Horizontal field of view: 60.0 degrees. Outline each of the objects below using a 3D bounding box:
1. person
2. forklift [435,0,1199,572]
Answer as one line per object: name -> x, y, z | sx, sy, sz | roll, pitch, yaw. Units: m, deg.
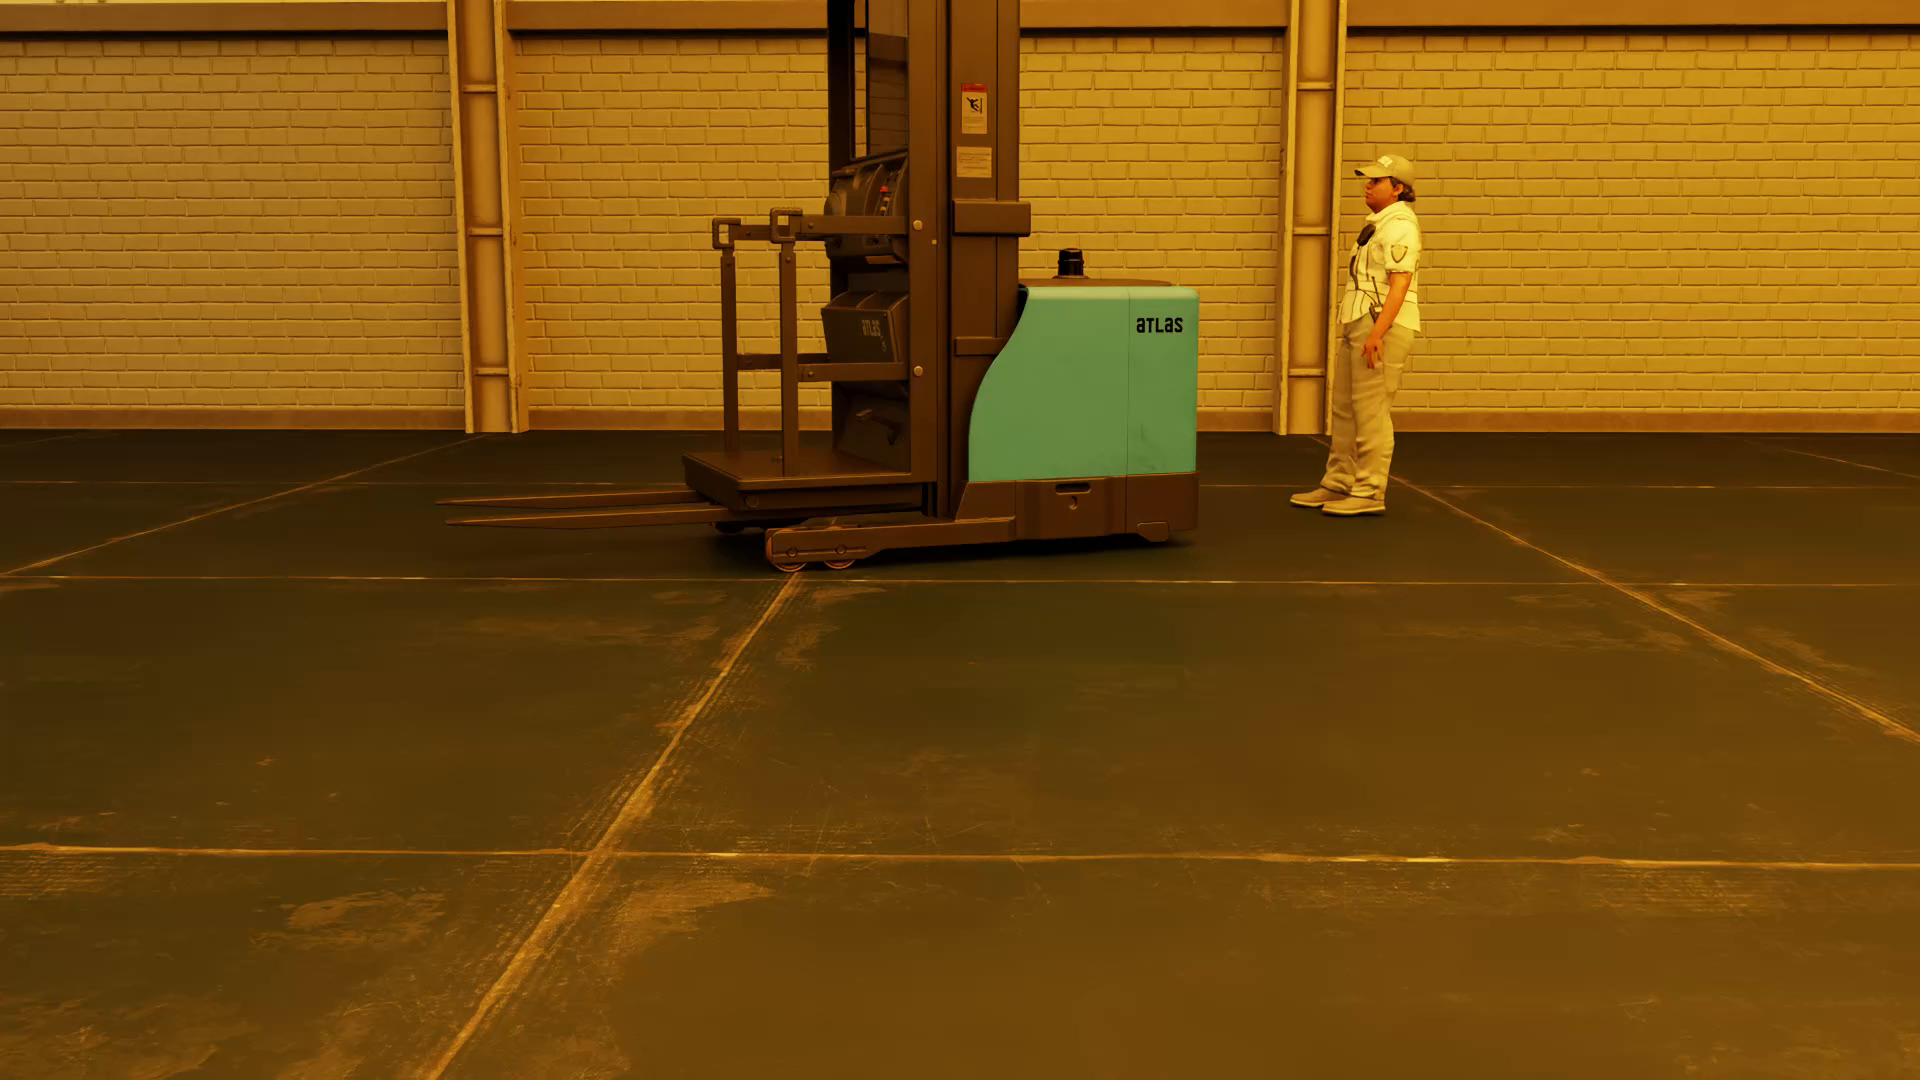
person -> 1.877, -0.959, 7.838 | 0.525, 1.669, 0.601 | 1, 9, 4
forklift -> -0.569, -1.416, 6.694 | 3.031, 2.935, 1.130 | -3, 9, -20
